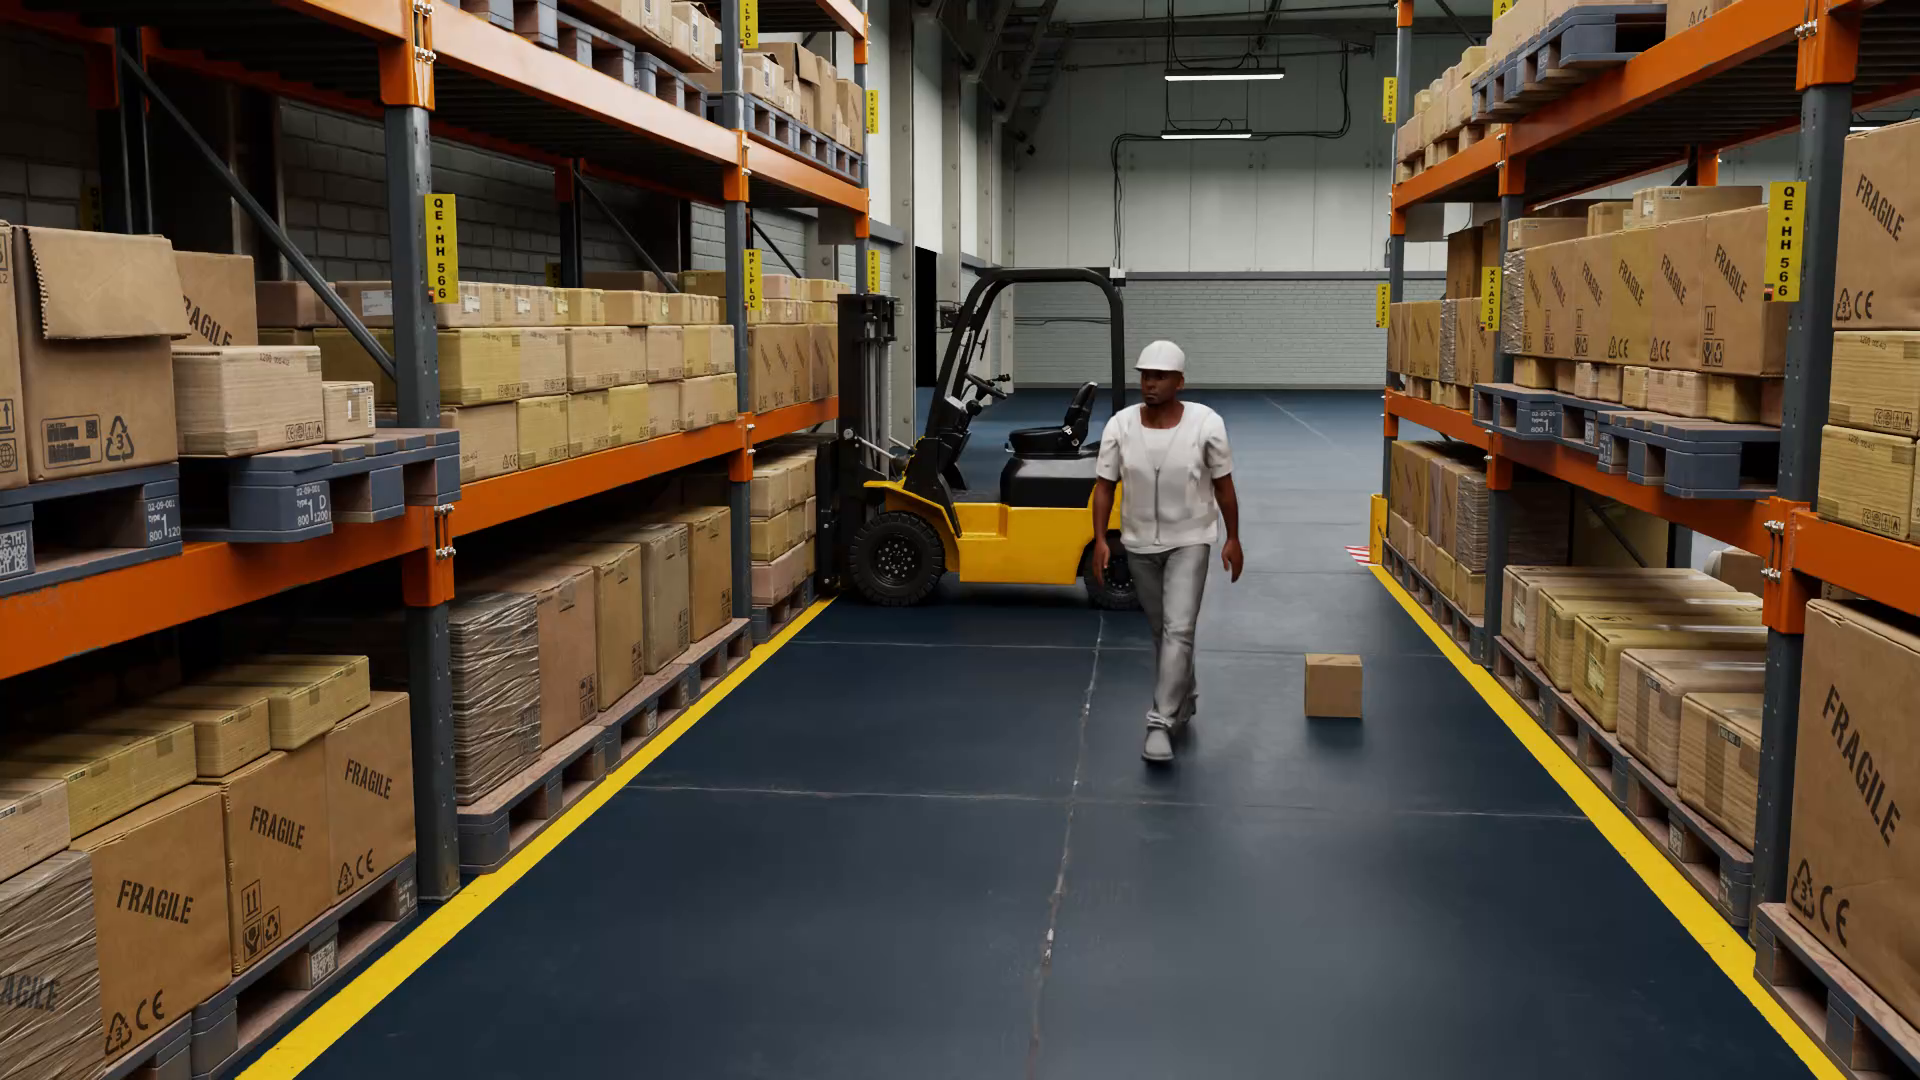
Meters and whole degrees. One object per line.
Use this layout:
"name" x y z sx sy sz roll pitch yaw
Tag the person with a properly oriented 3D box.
"person" 0.853 0.005 7.094 0.604 1.699 0.985 4 8 26
